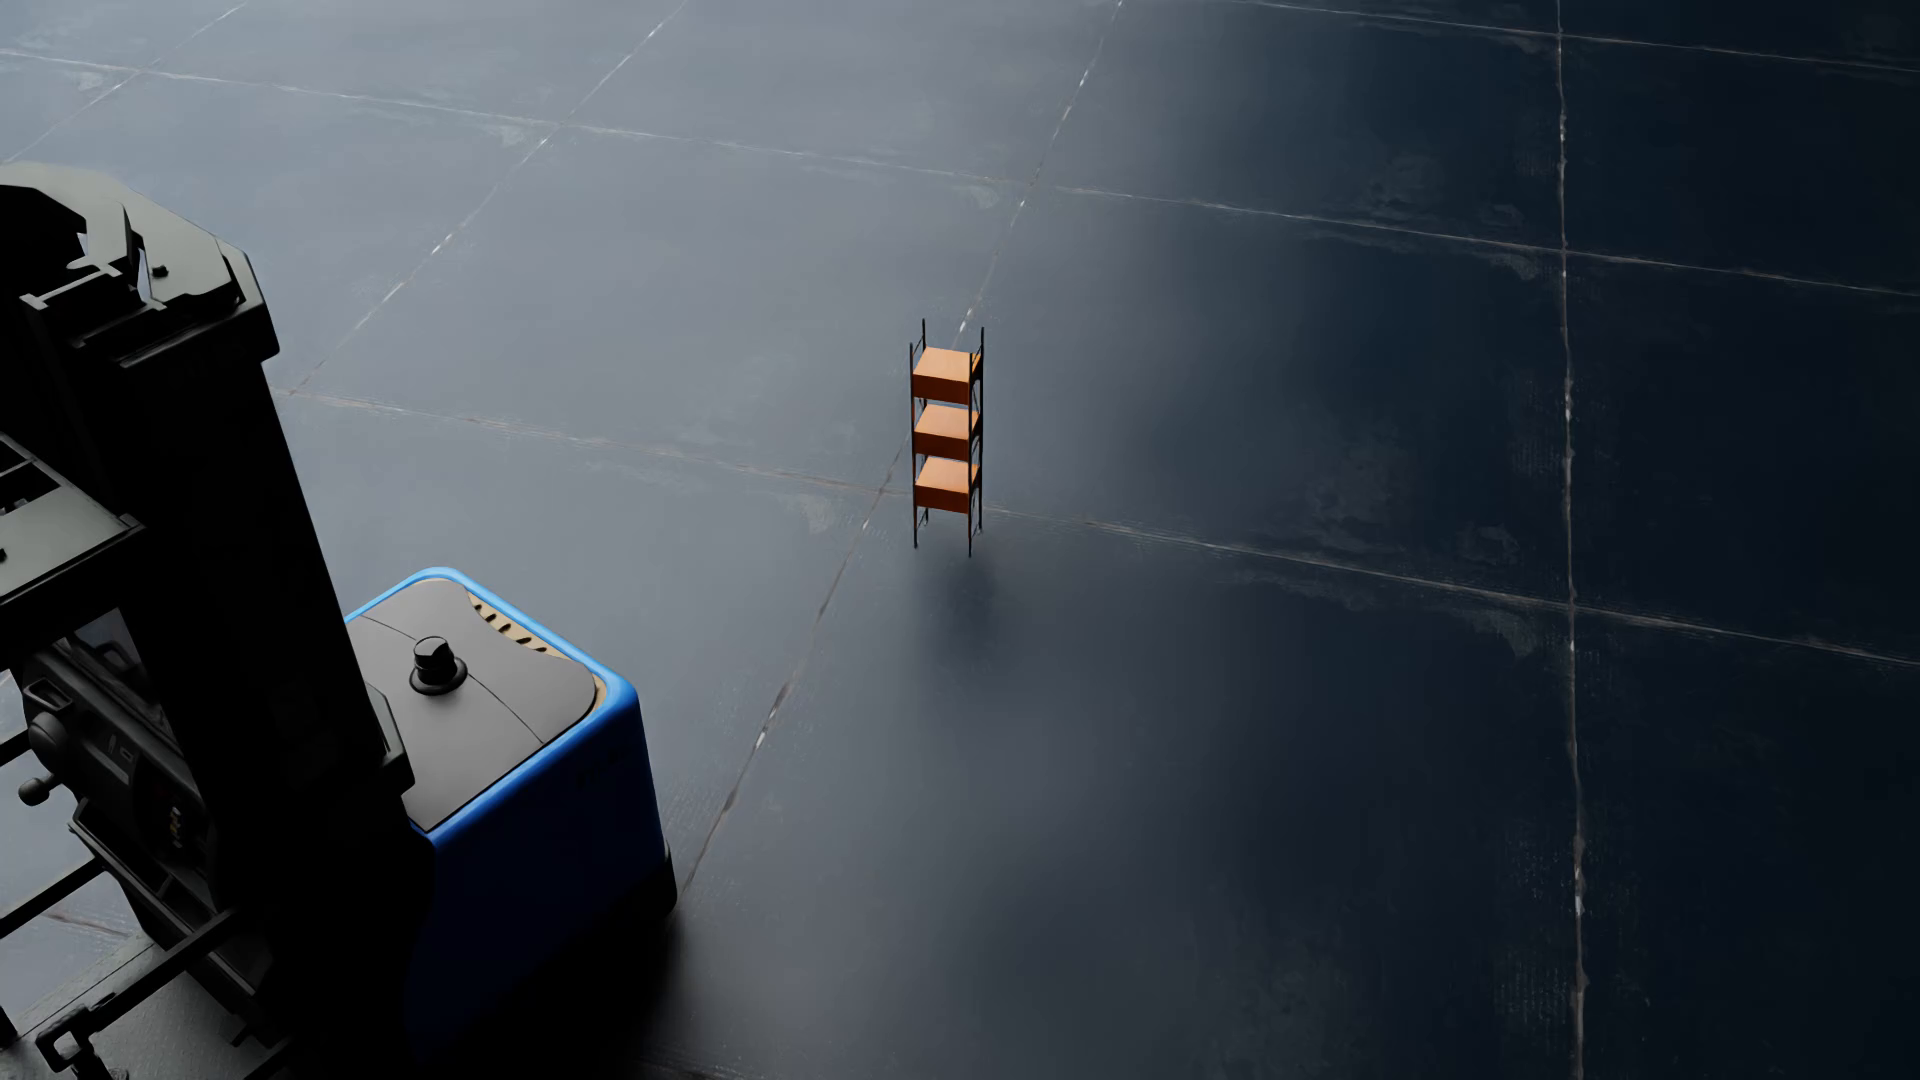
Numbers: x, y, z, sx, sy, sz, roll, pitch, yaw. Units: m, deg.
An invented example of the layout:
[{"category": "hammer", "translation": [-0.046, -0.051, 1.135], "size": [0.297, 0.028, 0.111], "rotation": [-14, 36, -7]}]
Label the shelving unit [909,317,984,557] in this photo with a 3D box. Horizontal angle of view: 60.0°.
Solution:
[{"category": "shelving unit", "translation": [-0.052, -0.411, 6.923], "size": [0.252, 1.050, 0.215], "rotation": [10, 41, 11]}]

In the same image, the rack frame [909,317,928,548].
[{"category": "rack frame", "translation": [-0.170, -0.431, 6.947], "size": [0.008, 1.050, 0.200], "rotation": [10, 41, 11]}]

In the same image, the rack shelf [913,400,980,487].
[{"category": "rack shelf", "translation": [-0.052, -0.403, 6.930], "size": [0.240, 0.259, 0.215], "rotation": [10, 41, 11]}]

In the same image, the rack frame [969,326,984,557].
[{"category": "rack frame", "translation": [0.066, -0.391, 6.899], "size": [0.008, 1.050, 0.200], "rotation": [10, 41, 11]}]

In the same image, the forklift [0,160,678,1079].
[{"category": "forklift", "translation": [-2.282, 0.694, 4.145], "size": [1.130, 2.935, 3.031], "rotation": [27, 47, 29]}]

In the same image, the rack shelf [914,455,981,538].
[{"category": "rack shelf", "translation": [-0.052, -0.190, 7.109], "size": [0.240, 0.259, 0.215], "rotation": [10, 41, 11]}]

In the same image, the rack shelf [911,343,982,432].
[{"category": "rack shelf", "translation": [-0.052, -0.620, 6.747], "size": [0.240, 0.259, 0.215], "rotation": [10, 41, 11]}]
